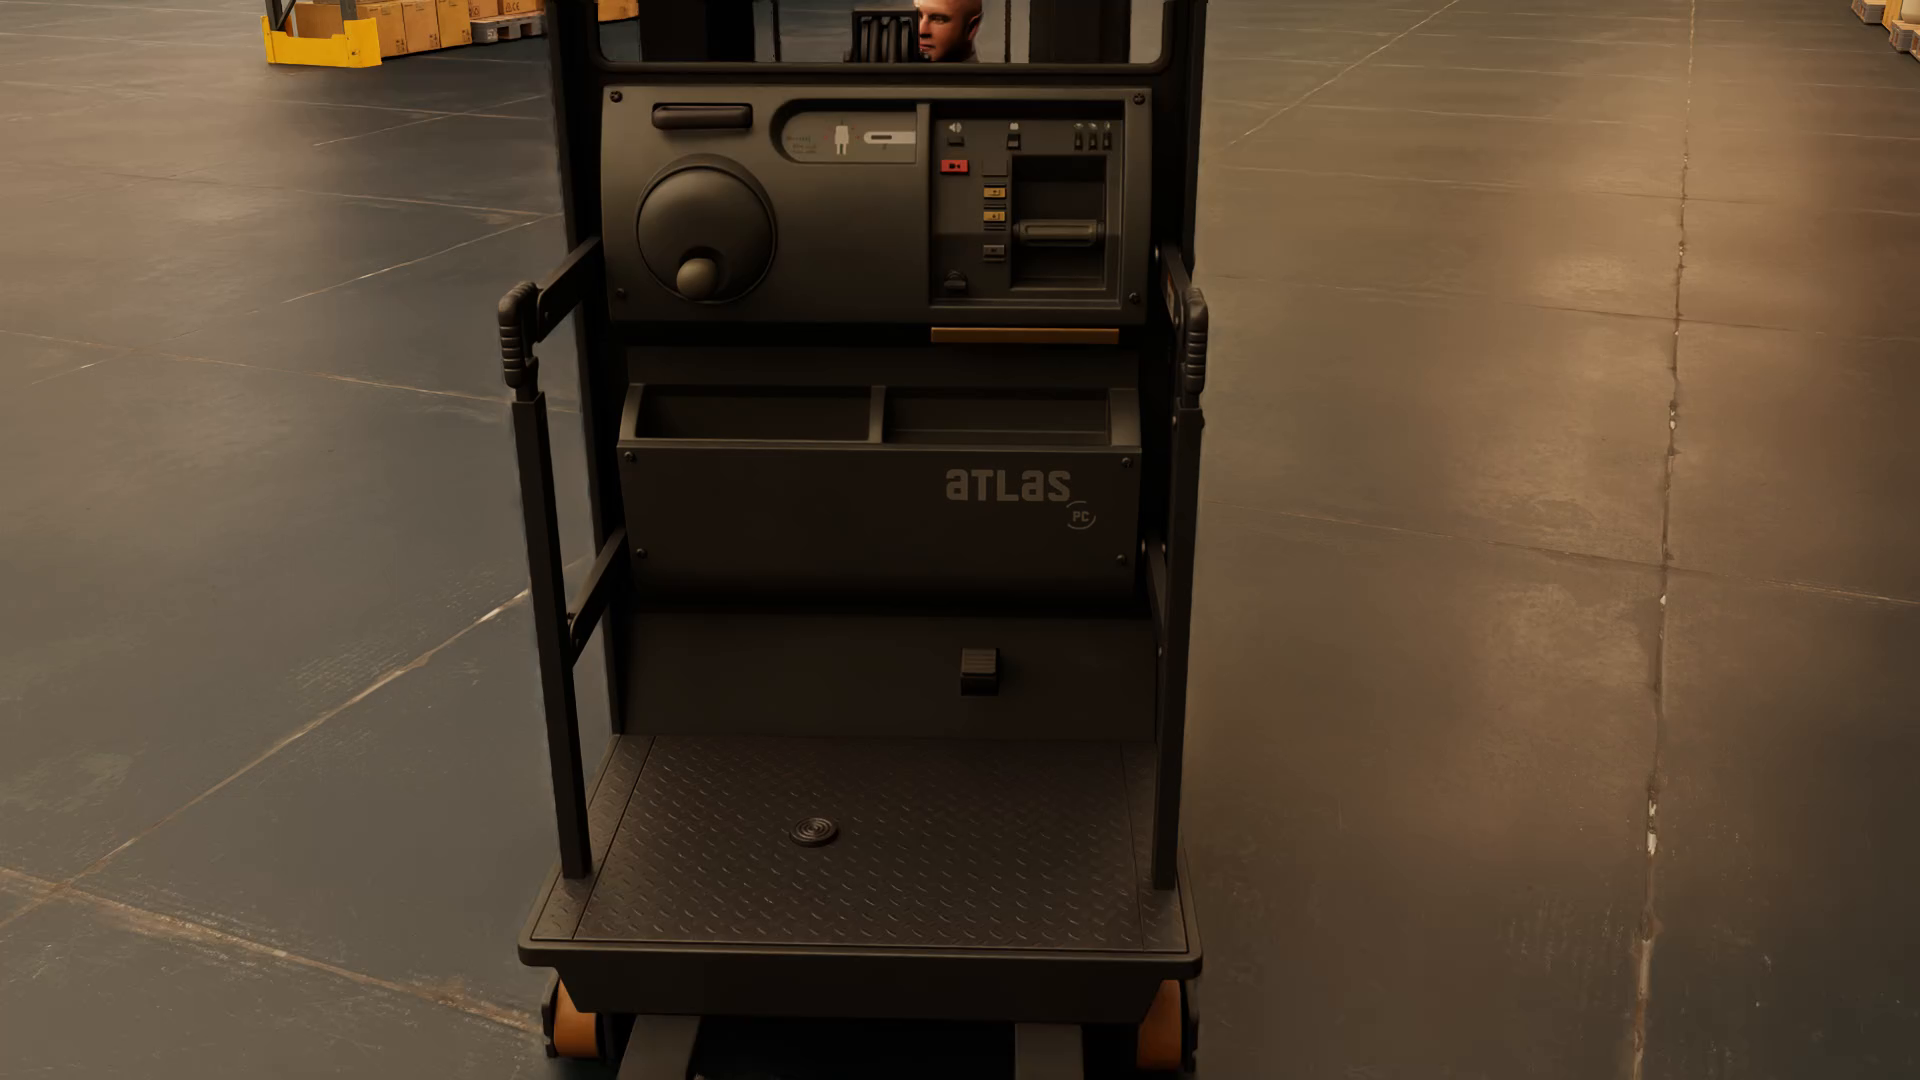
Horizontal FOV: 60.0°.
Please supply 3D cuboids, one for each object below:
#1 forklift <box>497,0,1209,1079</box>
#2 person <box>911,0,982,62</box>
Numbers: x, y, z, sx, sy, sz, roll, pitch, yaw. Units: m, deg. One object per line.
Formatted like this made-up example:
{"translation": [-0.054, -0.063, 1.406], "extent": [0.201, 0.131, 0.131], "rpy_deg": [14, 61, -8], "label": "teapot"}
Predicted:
{"translation": [-0.147, -0.556, 2.622], "extent": [1.130, 2.935, 3.031], "rpy_deg": [1, 23, 2], "label": "forklift"}
{"translation": [-0.164, -0.646, 4.486], "extent": [0.688, 1.671, 0.697], "rpy_deg": [18, 29, 37], "label": "person"}
